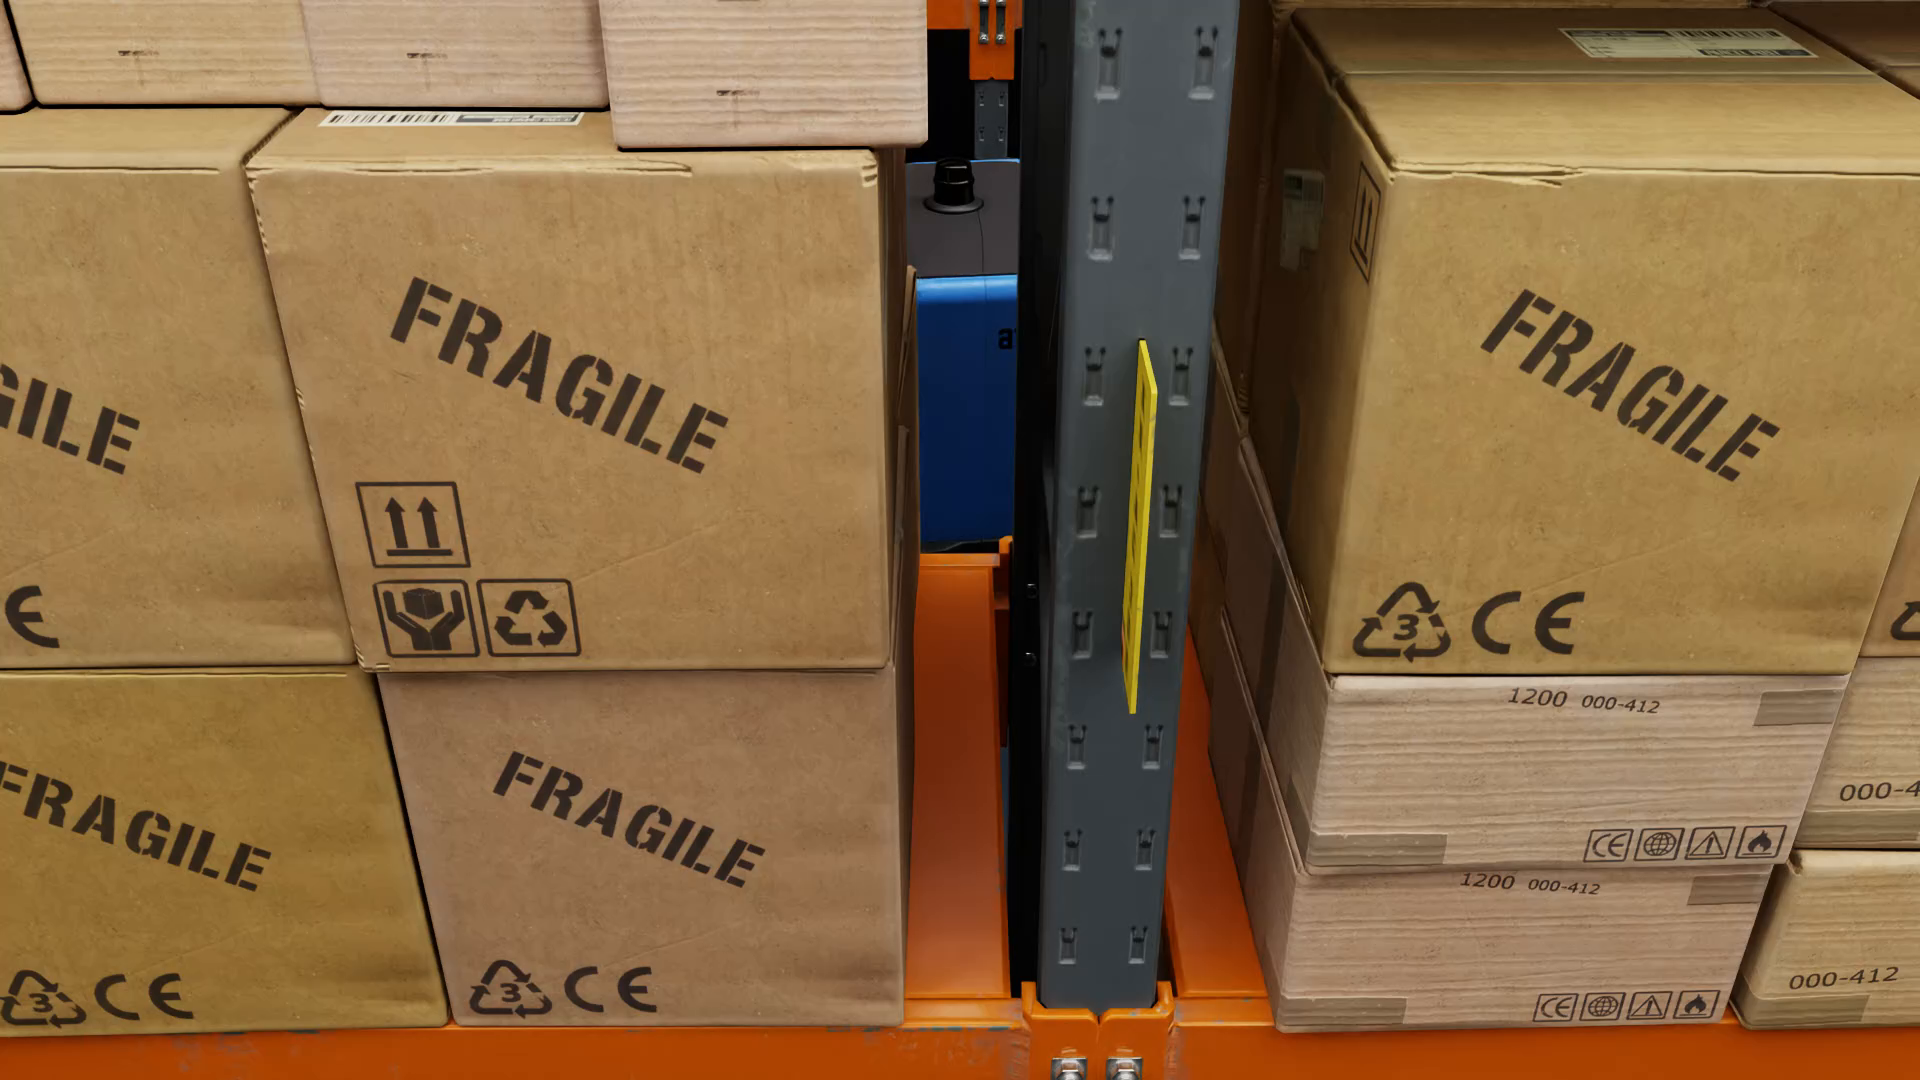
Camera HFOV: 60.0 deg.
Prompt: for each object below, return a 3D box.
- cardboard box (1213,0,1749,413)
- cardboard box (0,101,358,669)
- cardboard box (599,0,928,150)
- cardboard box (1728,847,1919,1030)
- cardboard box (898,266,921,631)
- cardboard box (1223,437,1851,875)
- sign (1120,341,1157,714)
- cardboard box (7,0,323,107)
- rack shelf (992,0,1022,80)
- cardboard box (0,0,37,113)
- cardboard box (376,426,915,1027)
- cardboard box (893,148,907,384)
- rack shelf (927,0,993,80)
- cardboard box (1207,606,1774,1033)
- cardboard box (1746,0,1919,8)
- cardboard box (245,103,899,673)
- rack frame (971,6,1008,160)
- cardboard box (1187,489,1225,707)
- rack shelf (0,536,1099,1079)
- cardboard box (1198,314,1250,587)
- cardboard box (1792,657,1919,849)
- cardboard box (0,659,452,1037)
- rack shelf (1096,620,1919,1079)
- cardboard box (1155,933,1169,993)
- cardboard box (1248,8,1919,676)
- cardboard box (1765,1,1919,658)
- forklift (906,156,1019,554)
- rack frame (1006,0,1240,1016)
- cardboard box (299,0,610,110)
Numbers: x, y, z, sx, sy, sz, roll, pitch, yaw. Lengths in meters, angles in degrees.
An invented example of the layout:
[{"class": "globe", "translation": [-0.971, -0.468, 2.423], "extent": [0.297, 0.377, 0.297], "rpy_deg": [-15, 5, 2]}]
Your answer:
[{"class": "cardboard box", "translation": [0.596, -0.492, 2.109], "extent": [0.500, 0.500, 0.500], "rpy_deg": [1, 31, 1]}, {"class": "cardboard box", "translation": [-0.827, -0.218, 1.658], "extent": [0.500, 0.500, 0.500], "rpy_deg": [-1, 31, -1]}, {"class": "cardboard box", "translation": [-0.156, -0.472, 1.450], "extent": [0.250, 0.149, 0.380], "rpy_deg": [-1, 31, -1]}, {"class": "cardboard box", "translation": [1.110, 0.307, 1.996], "extent": [0.500, 0.250, 0.500], "rpy_deg": [-1, 31, -2]}, {"class": "cardboard box", "translation": [-0.320, -0.067, 2.373], "extent": [0.500, 0.500, 0.500], "rpy_deg": [1, 31, 1]}, {"class": "cardboard box", "translation": [0.592, 0.105, 1.847], "extent": [0.500, 0.250, 0.500], "rpy_deg": [-1, 31, -2]}, {"class": "sign", "translation": [0.155, -0.006, 1.457], "extent": [0.005, 0.325, 0.100], "rpy_deg": [0, 31, 0]}, {"class": "cardboard box", "translation": [-0.669, -0.531, 1.548], "extent": [0.250, 0.149, 0.380], "rpy_deg": [0, 31, 0]}, {"class": "rack shelf", "translation": [2.117, -2.163, 6.618], "extent": [4.000, 0.370, 1.077], "rpy_deg": [0, 31, 0]}, {"class": "cardboard box", "translation": [-0.922, -0.521, 1.532], "extent": [0.250, 0.149, 0.380], "rpy_deg": [0, 31, -1]}, {"class": "cardboard box", "translation": [-0.312, 0.201, 1.930], "extent": [0.500, 0.500, 0.500], "rpy_deg": [0, 31, 0]}, {"class": "cardboard box", "translation": [-0.327, -0.484, 2.096], "extent": [0.500, 0.500, 0.500], "rpy_deg": [0, 31, 0]}, {"class": "rack shelf", "translation": [-1.883, -2.151, 6.597], "extent": [4.000, 0.370, 1.077], "rpy_deg": [0, 31, 0]}, {"class": "cardboard box", "translation": [0.592, 0.310, 1.993], "extent": [0.500, 0.250, 0.500], "rpy_deg": [-1, 31, -1]}, {"class": "cardboard box", "translation": [1.113, -0.497, 2.118], "extent": [0.500, 0.500, 0.500], "rpy_deg": [0, 31, 1]}, {"class": "cardboard box", "translation": [-0.320, -0.216, 1.653], "extent": [0.500, 0.500, 0.500], "rpy_deg": [0, 31, -1]}, {"class": "rack frame", "translation": [0.117, -2.465, 6.421], "extent": [0.127, 3.000, 1.000], "rpy_deg": [0, 31, 0]}, {"class": "cardboard box", "translation": [0.598, 0.042, 2.434], "extent": [0.500, 0.250, 0.500], "rpy_deg": [-1, 31, -1]}, {"class": "rack shelf", "translation": [-1.849, 0.424, 2.353], "extent": [4.000, 0.370, 1.077], "rpy_deg": [0, 31, 0]}, {"class": "cardboard box", "translation": [0.590, -0.167, 2.296], "extent": [0.500, 0.250, 0.500], "rpy_deg": [0, 31, 0]}, {"class": "cardboard box", "translation": [1.113, 0.089, 1.874], "extent": [0.500, 0.250, 0.500], "rpy_deg": [0, 31, 0]}, {"class": "cardboard box", "translation": [-0.826, 0.206, 1.923], "extent": [0.500, 0.500, 0.500], "rpy_deg": [-1, 31, -2]}, {"class": "rack shelf", "translation": [2.150, 0.411, 2.374], "extent": [4.000, 0.370, 1.077], "rpy_deg": [0, 31, 0]}, {"class": "cardboard box", "translation": [0.770, 0.795, 2.691], "extent": [0.875, 0.875, 0.875], "rpy_deg": [1, 31, 1]}, {"class": "cardboard box", "translation": [0.592, -0.213, 1.648], "extent": [0.500, 0.500, 0.500], "rpy_deg": [0, 31, 0]}, {"class": "cardboard box", "translation": [1.101, -0.228, 1.675], "extent": [0.500, 0.500, 0.500], "rpy_deg": [0, 31, -1]}, {"class": "forklift", "translation": [-1.127, -1.188, 4.382], "extent": [3.031, 2.935, 1.130], "rpy_deg": [-3, 31, -5]}, {"class": "rack frame", "translation": [0.150, 0.108, 2.180], "extent": [0.053, 2.616, 0.949], "rpy_deg": [0, 31, 0]}, {"class": "cardboard box", "translation": [-0.420, -0.527, 1.541], "extent": [0.250, 0.149, 0.380], "rpy_deg": [1, 31, 1]}]
